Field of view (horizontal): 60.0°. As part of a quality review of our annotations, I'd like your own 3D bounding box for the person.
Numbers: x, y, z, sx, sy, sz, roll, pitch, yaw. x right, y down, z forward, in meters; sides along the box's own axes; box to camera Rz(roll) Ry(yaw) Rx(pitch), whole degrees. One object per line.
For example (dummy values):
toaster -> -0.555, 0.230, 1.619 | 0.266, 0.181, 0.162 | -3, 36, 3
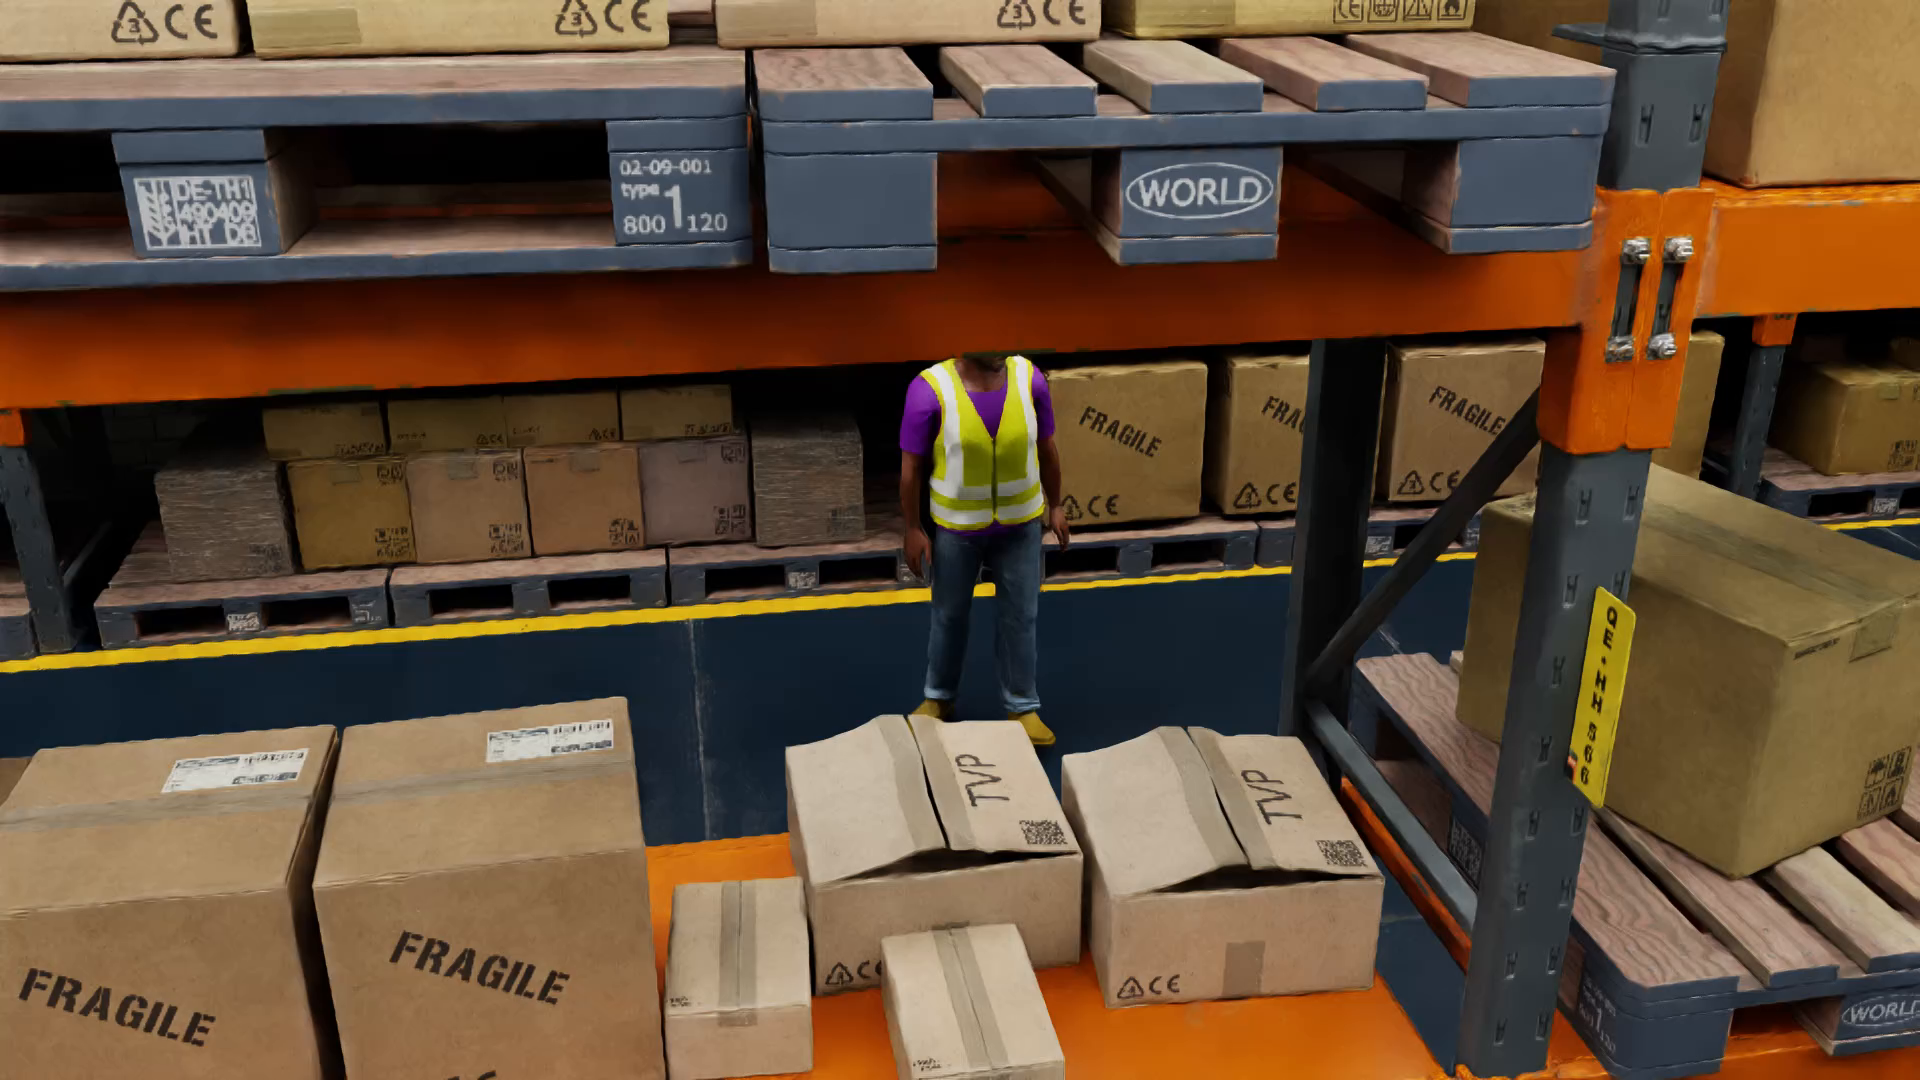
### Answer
person -> 0.106, -0.064, 6.154 | 0.651, 1.768, 0.494 | -5, 24, -11
